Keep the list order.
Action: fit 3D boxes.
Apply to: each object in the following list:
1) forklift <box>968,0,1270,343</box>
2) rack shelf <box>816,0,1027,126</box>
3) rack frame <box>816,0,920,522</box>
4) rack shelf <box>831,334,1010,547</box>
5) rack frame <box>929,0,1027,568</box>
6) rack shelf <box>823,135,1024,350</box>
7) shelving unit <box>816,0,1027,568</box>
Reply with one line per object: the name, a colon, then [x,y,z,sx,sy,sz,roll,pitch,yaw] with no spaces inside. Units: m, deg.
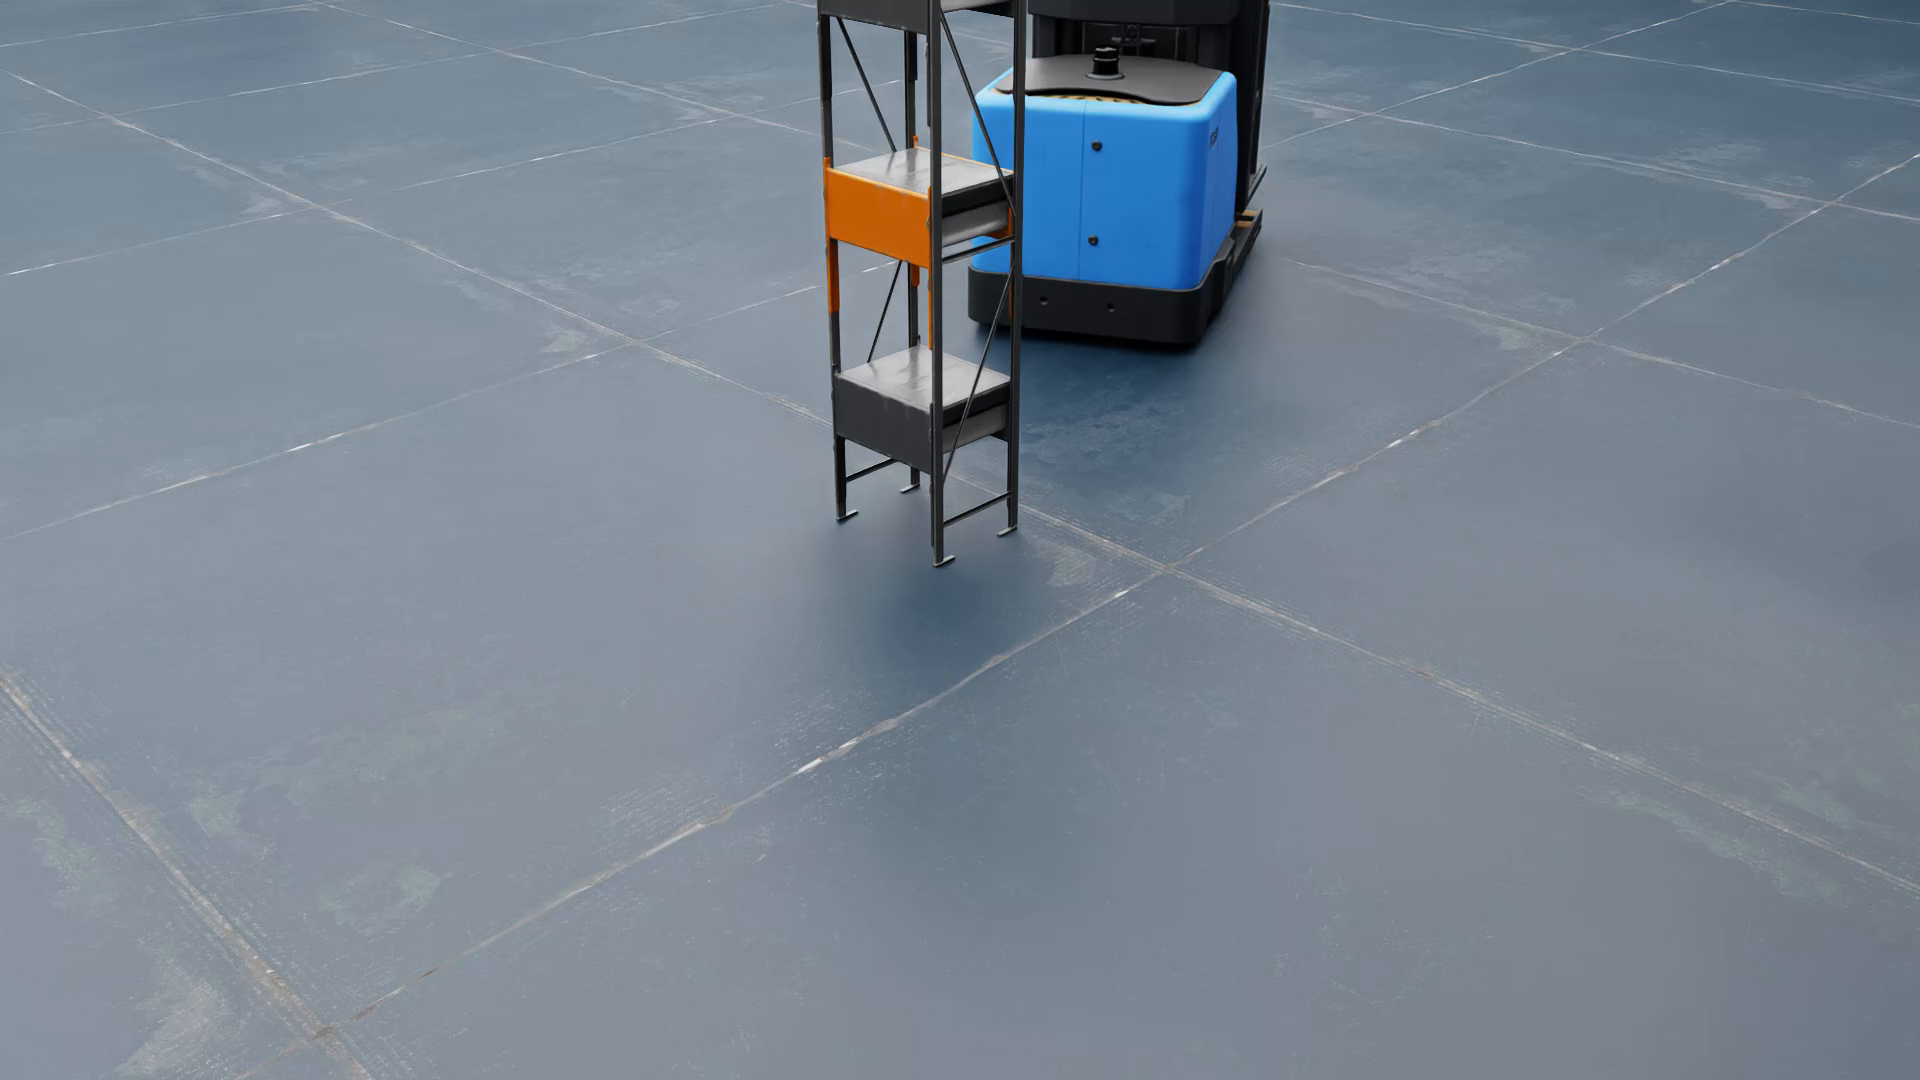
forklift: [0.956,-2.819,7.961,1.130,2.935,3.031,8,29,15]
rack shelf: [-0.118,-1.591,5.045,0.480,0.518,0.431,25,36,38]
rack frame: [-0.292,-1.063,5.515,0.015,2.100,0.400,25,36,38]
rack shelf: [-0.118,-0.352,5.696,0.480,0.518,0.431,25,36,38]
rack frame: [0.056,-0.904,5.213,0.015,2.100,0.400,25,36,38]
rack shelf: [-0.118,-0.971,5.370,0.480,0.518,0.431,25,36,38]
shelving unit: [-0.118,-0.983,5.364,0.503,2.100,0.431,25,36,38]
